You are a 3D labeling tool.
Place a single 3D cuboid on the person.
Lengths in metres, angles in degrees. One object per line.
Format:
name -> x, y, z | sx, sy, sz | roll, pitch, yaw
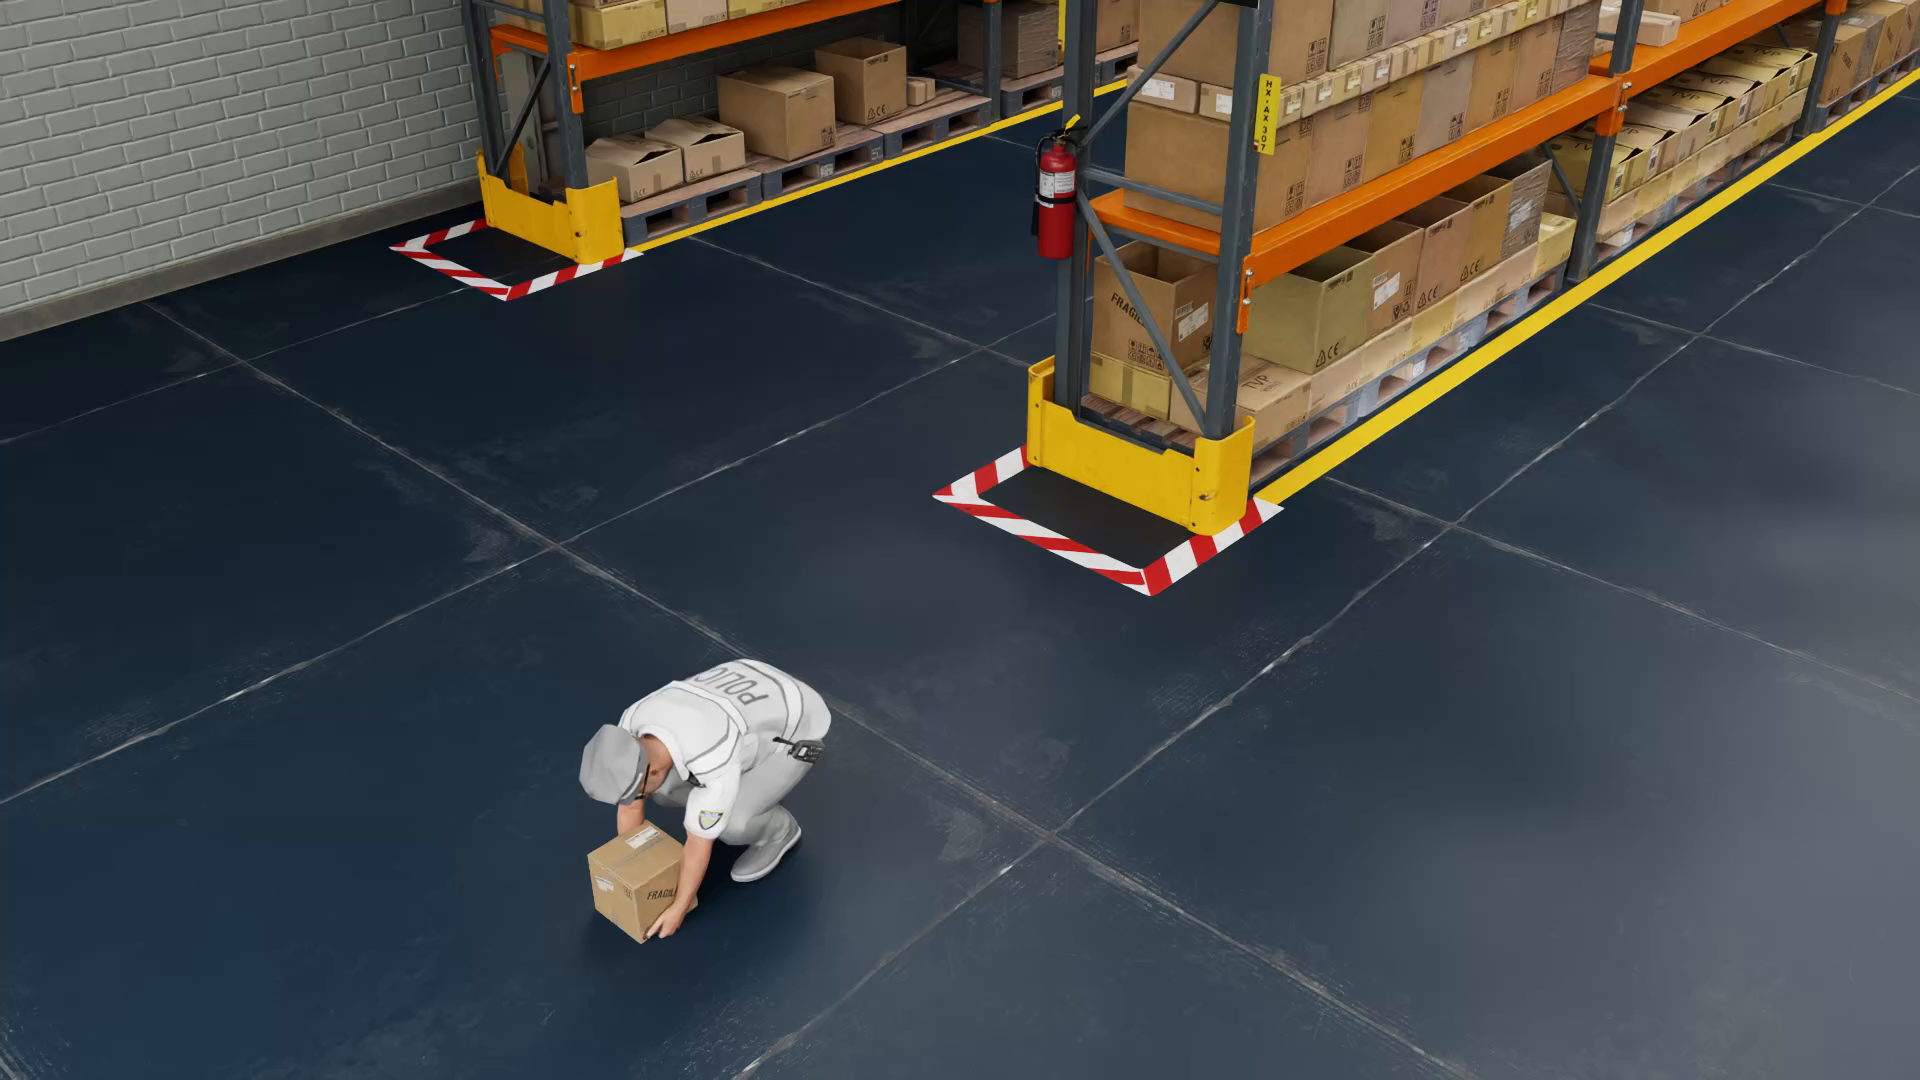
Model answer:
person -> -0.874, 0.817, 5.715 | 0.529, 0.821, 1.018 | 24, 39, 34
